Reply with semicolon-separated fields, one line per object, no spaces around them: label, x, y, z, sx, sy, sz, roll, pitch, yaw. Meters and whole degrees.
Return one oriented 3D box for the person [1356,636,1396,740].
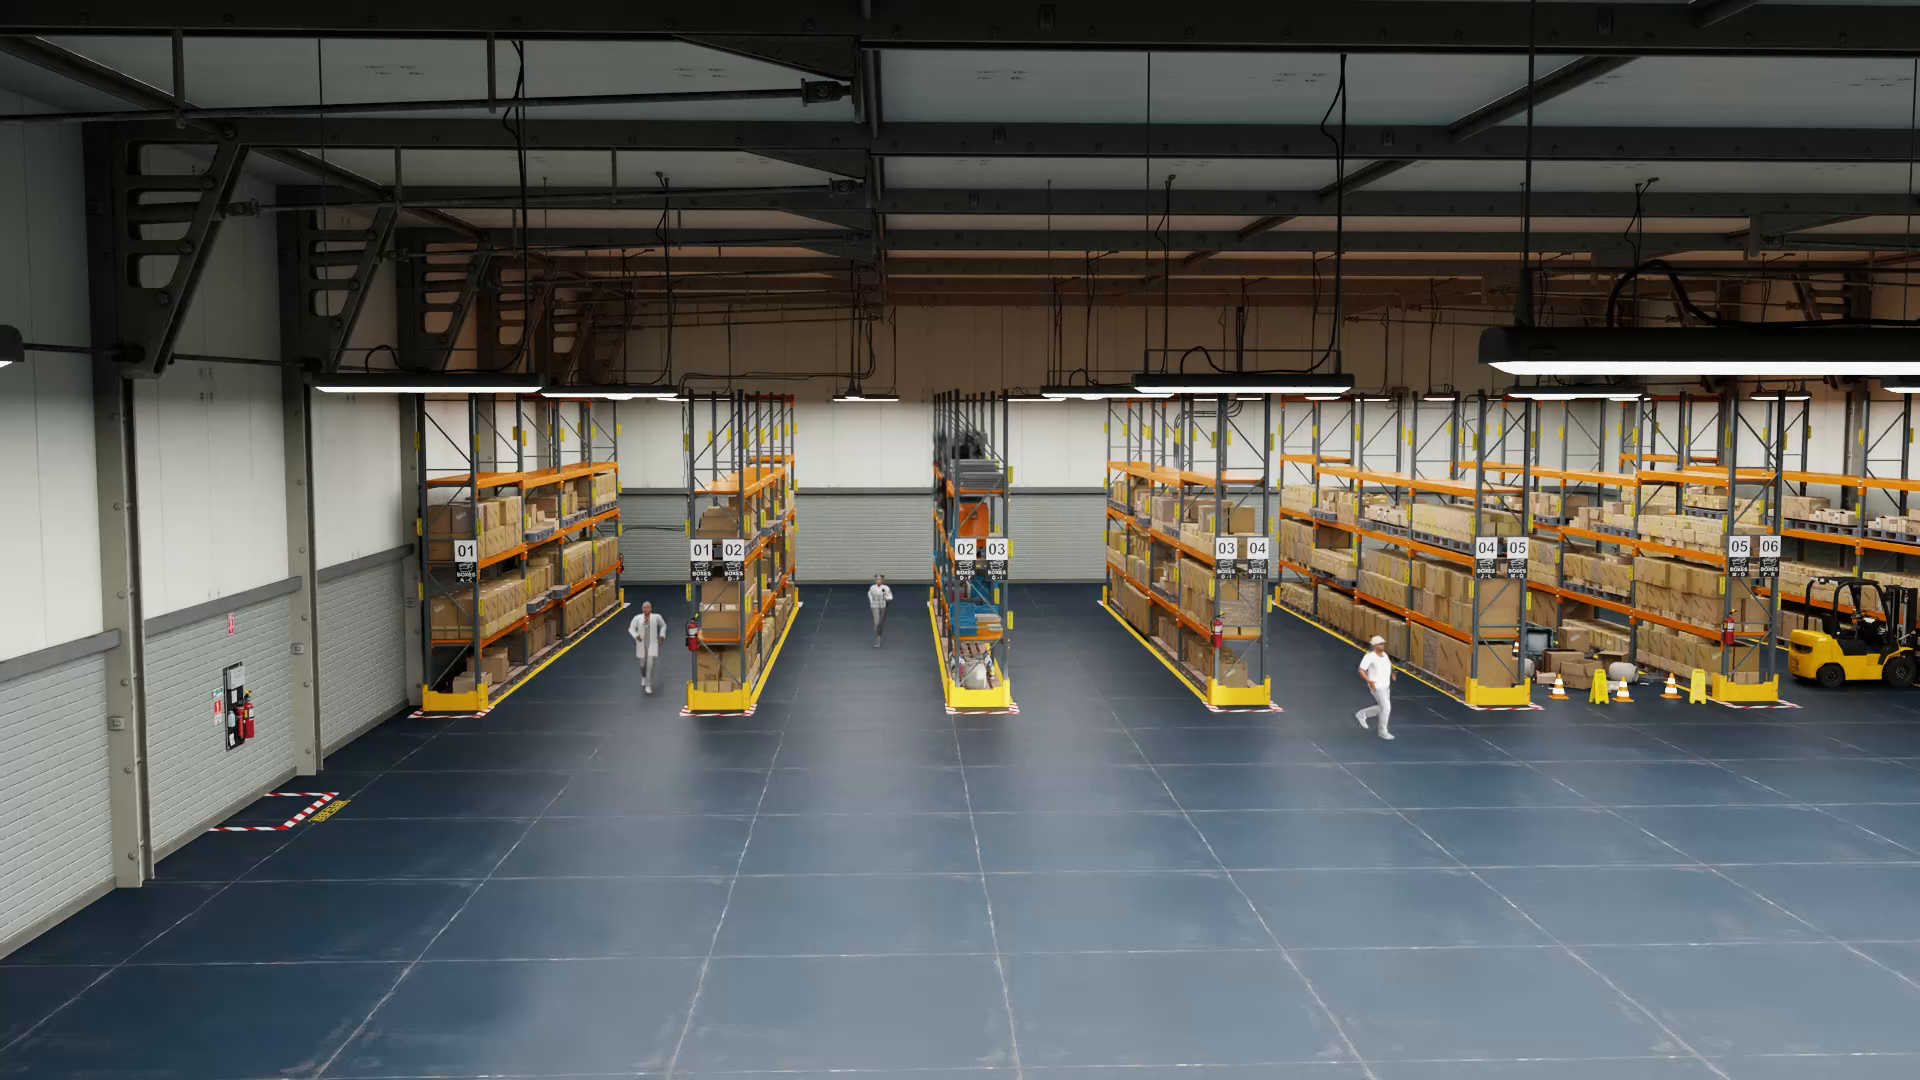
person;7.194;2.524;28.657;0.729;1.757;0.691;5;7;45

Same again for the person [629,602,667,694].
person;-6.254;2.126;33.312;0.736;1.789;0.898;0;5;-6

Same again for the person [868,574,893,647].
person;-1.887;1.663;39.556;0.584;1.754;0.775;0;5;-4

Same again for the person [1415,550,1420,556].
person;13.814;0.998;49.316;0.935;1.487;0.530;1;5;9
